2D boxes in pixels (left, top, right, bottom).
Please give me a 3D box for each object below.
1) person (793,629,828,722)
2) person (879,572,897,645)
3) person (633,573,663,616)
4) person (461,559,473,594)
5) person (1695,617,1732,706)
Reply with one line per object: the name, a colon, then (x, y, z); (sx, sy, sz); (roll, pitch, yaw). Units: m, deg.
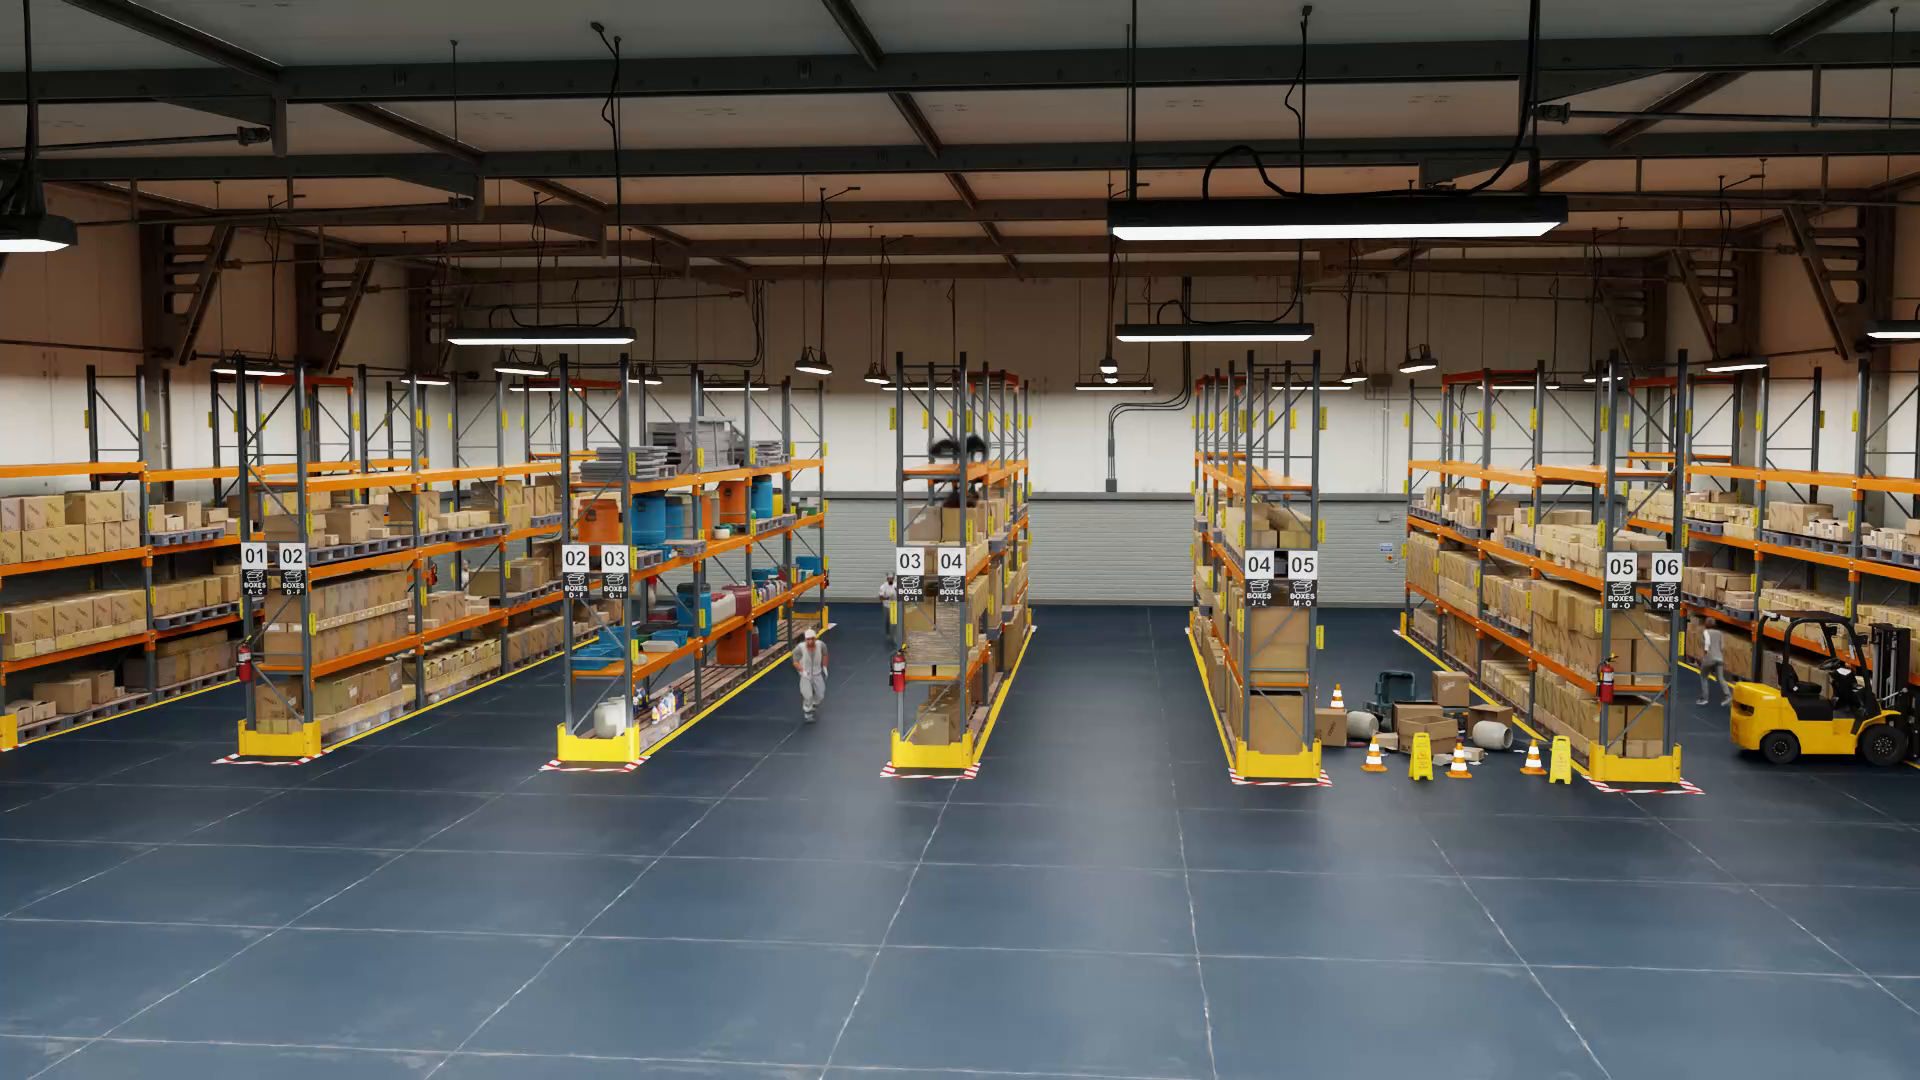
person: (-2.493, 2.233, 27.571); (0.636, 1.610, 0.910); (-2, 4, -21)
person: (-1.541, 1.520, 37.581); (0.588, 1.657, 0.954); (0, 4, -3)
person: (-7.825, 1.217, 41.789); (0.896, 1.750, 0.663); (3, 5, 38)
person: (-11.977, 1.298, 40.511); (0.574, 1.690, 0.654); (0, 4, -1)
person: (13.224, 2.148, 29.124); (0.531, 1.567, 0.894); (-1, 4, -8)
